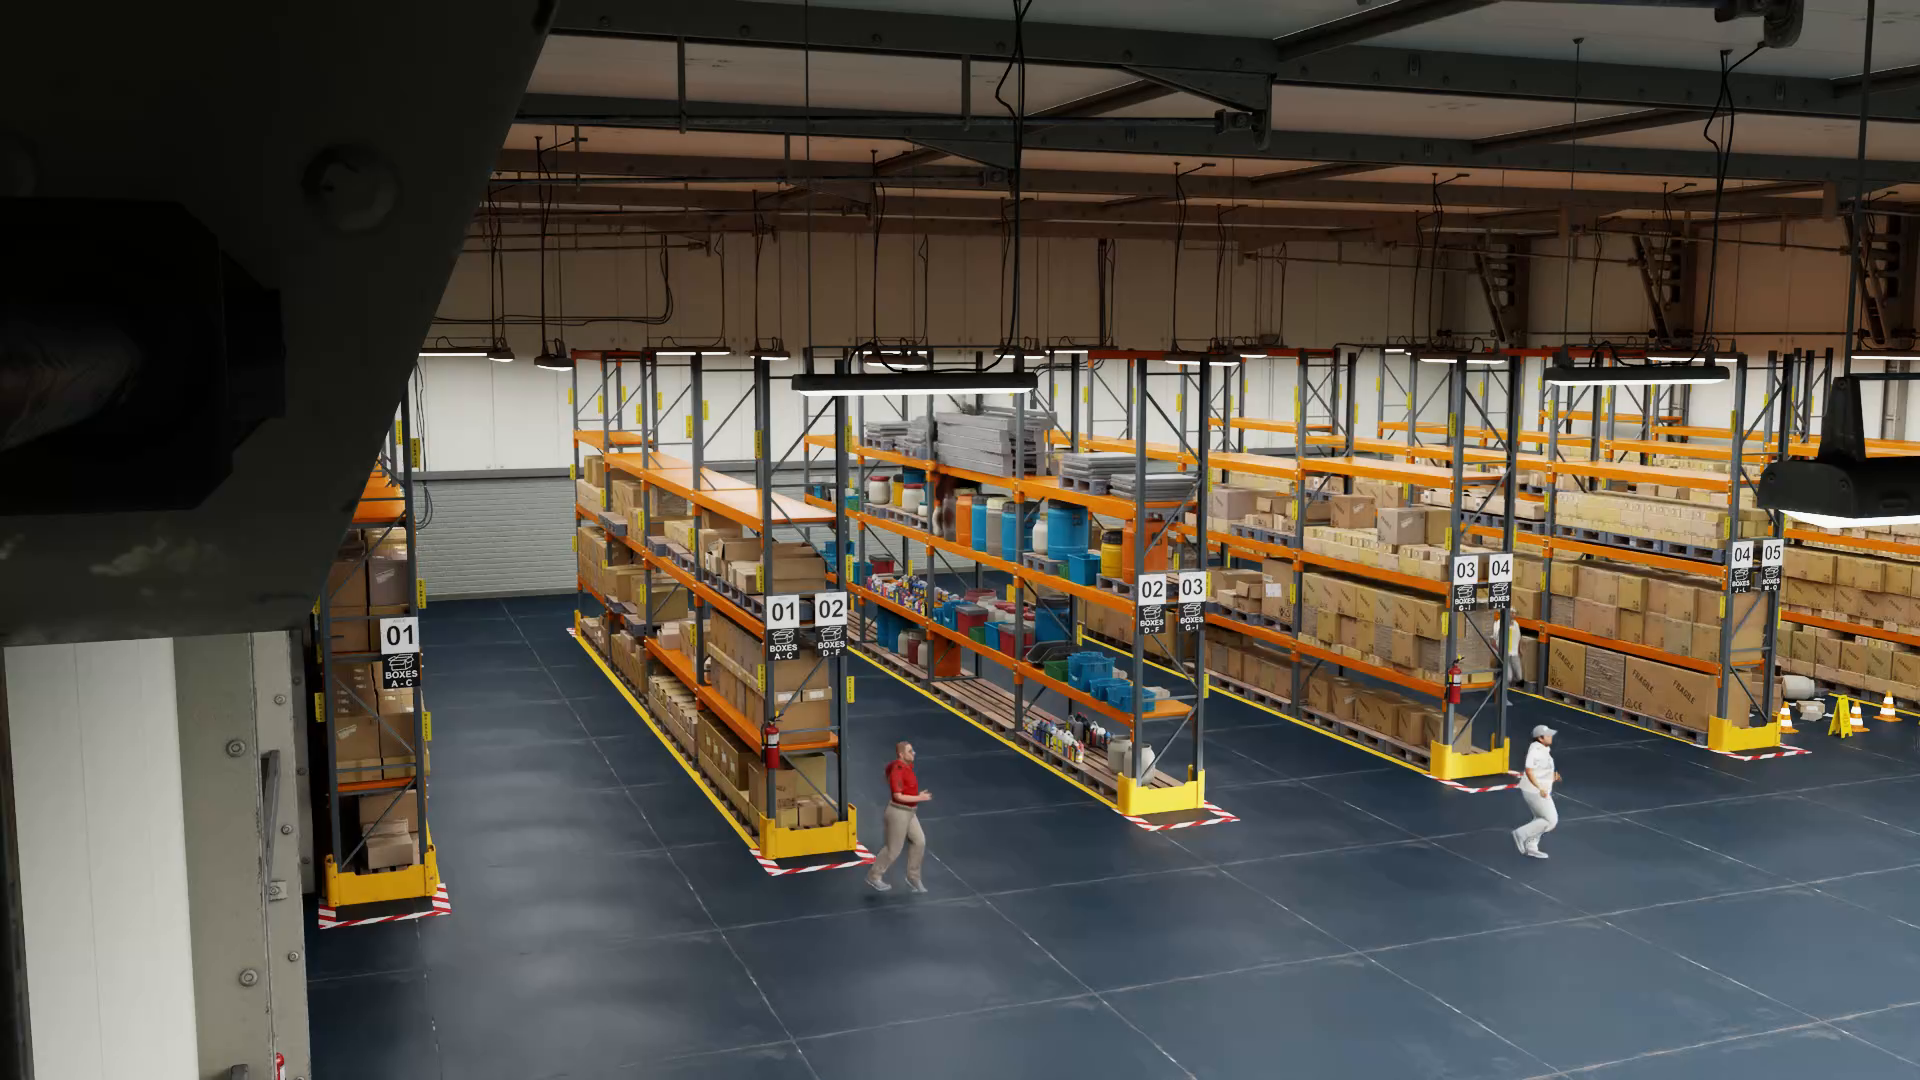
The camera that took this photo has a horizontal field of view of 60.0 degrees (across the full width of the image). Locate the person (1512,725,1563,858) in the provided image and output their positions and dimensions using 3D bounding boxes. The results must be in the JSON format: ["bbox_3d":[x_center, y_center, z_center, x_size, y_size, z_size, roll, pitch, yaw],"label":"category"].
[{"bbox_3d":[6.996,3.037,20.134,0.581,1.638,0.597,2,7,14],"label":"person"}]

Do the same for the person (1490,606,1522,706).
[{"bbox_3d":[9.301,1.953,28.353,0.706,1.728,0.575,-3,8,-23],"label":"person"}]

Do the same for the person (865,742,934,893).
[{"bbox_3d":[-0.677,3.168,18.820,0.789,1.820,0.677,1,7,10],"label":"person"}]
